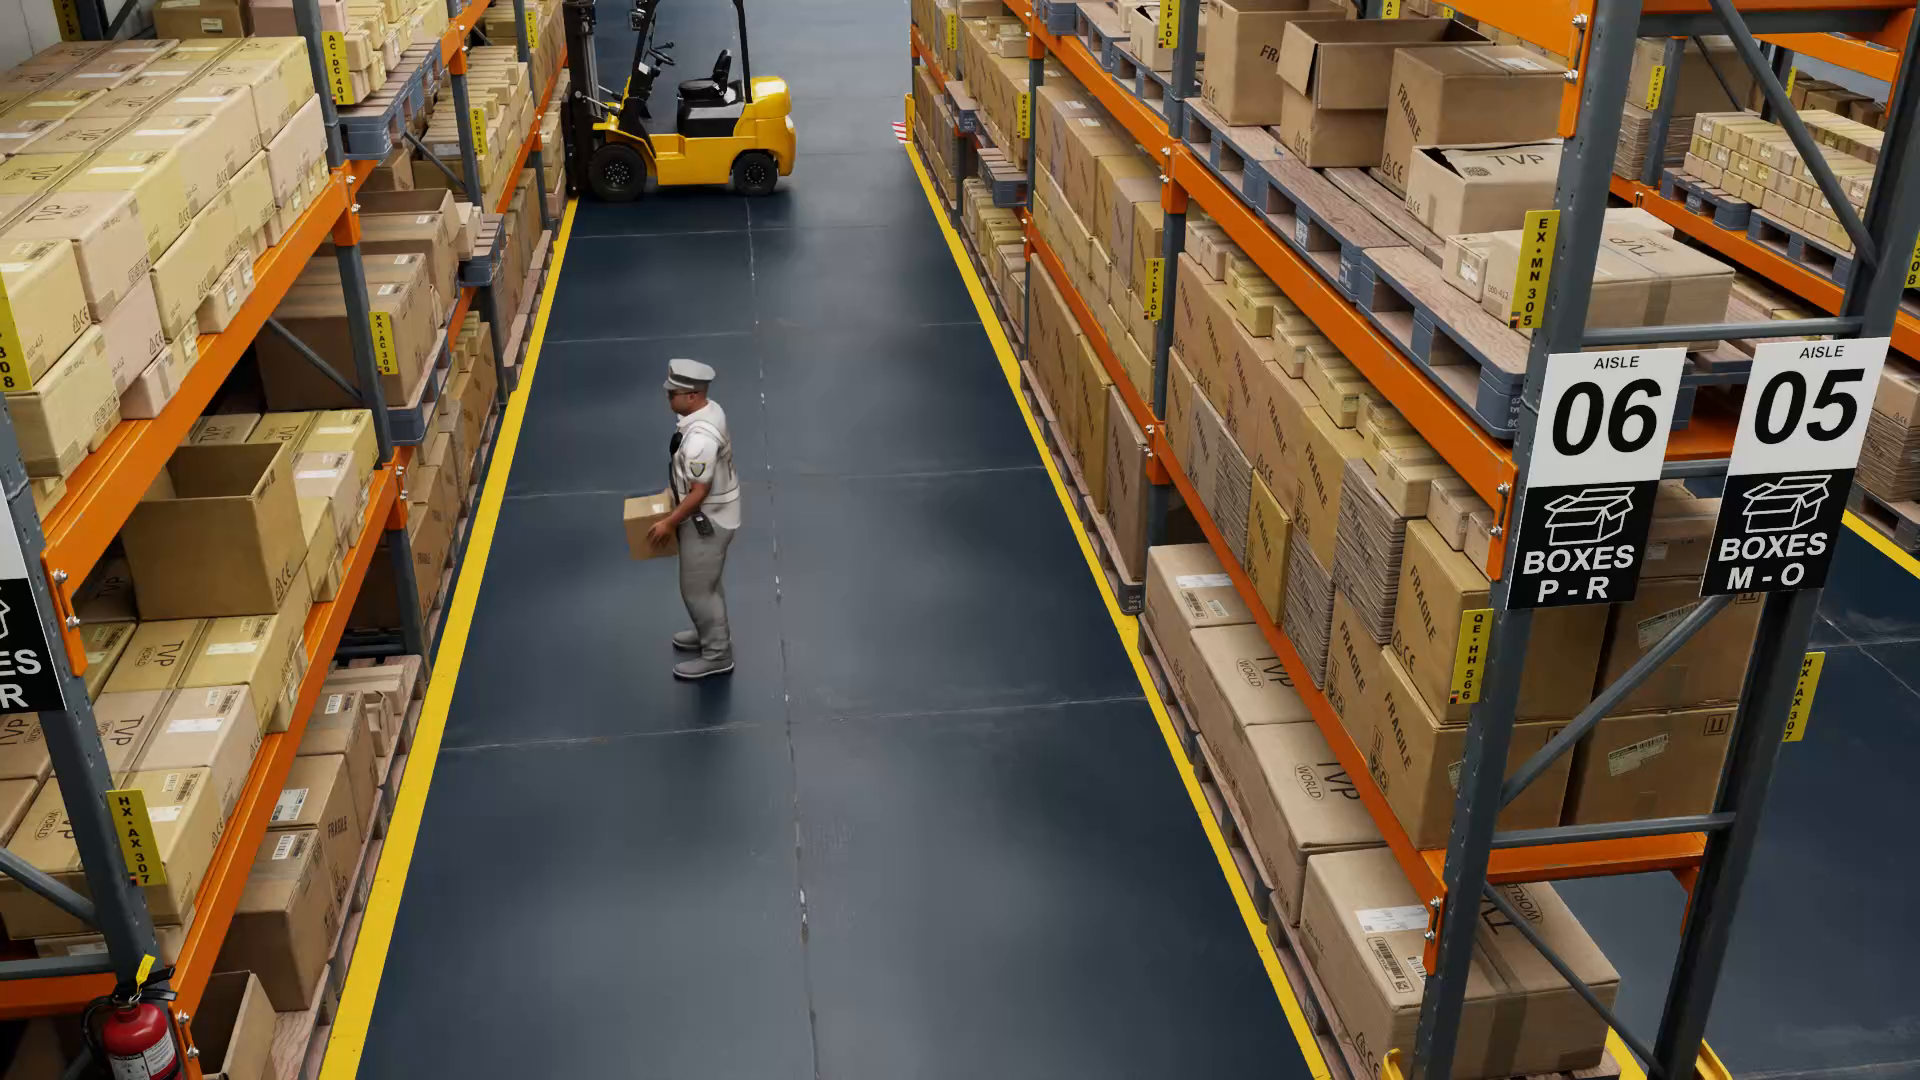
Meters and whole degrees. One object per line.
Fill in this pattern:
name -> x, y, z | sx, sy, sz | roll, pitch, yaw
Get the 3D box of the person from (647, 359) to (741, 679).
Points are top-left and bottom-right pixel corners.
person -> -1.411, -0.123, 8.826 | 0.491, 1.770, 0.533 | -4, 27, -8
